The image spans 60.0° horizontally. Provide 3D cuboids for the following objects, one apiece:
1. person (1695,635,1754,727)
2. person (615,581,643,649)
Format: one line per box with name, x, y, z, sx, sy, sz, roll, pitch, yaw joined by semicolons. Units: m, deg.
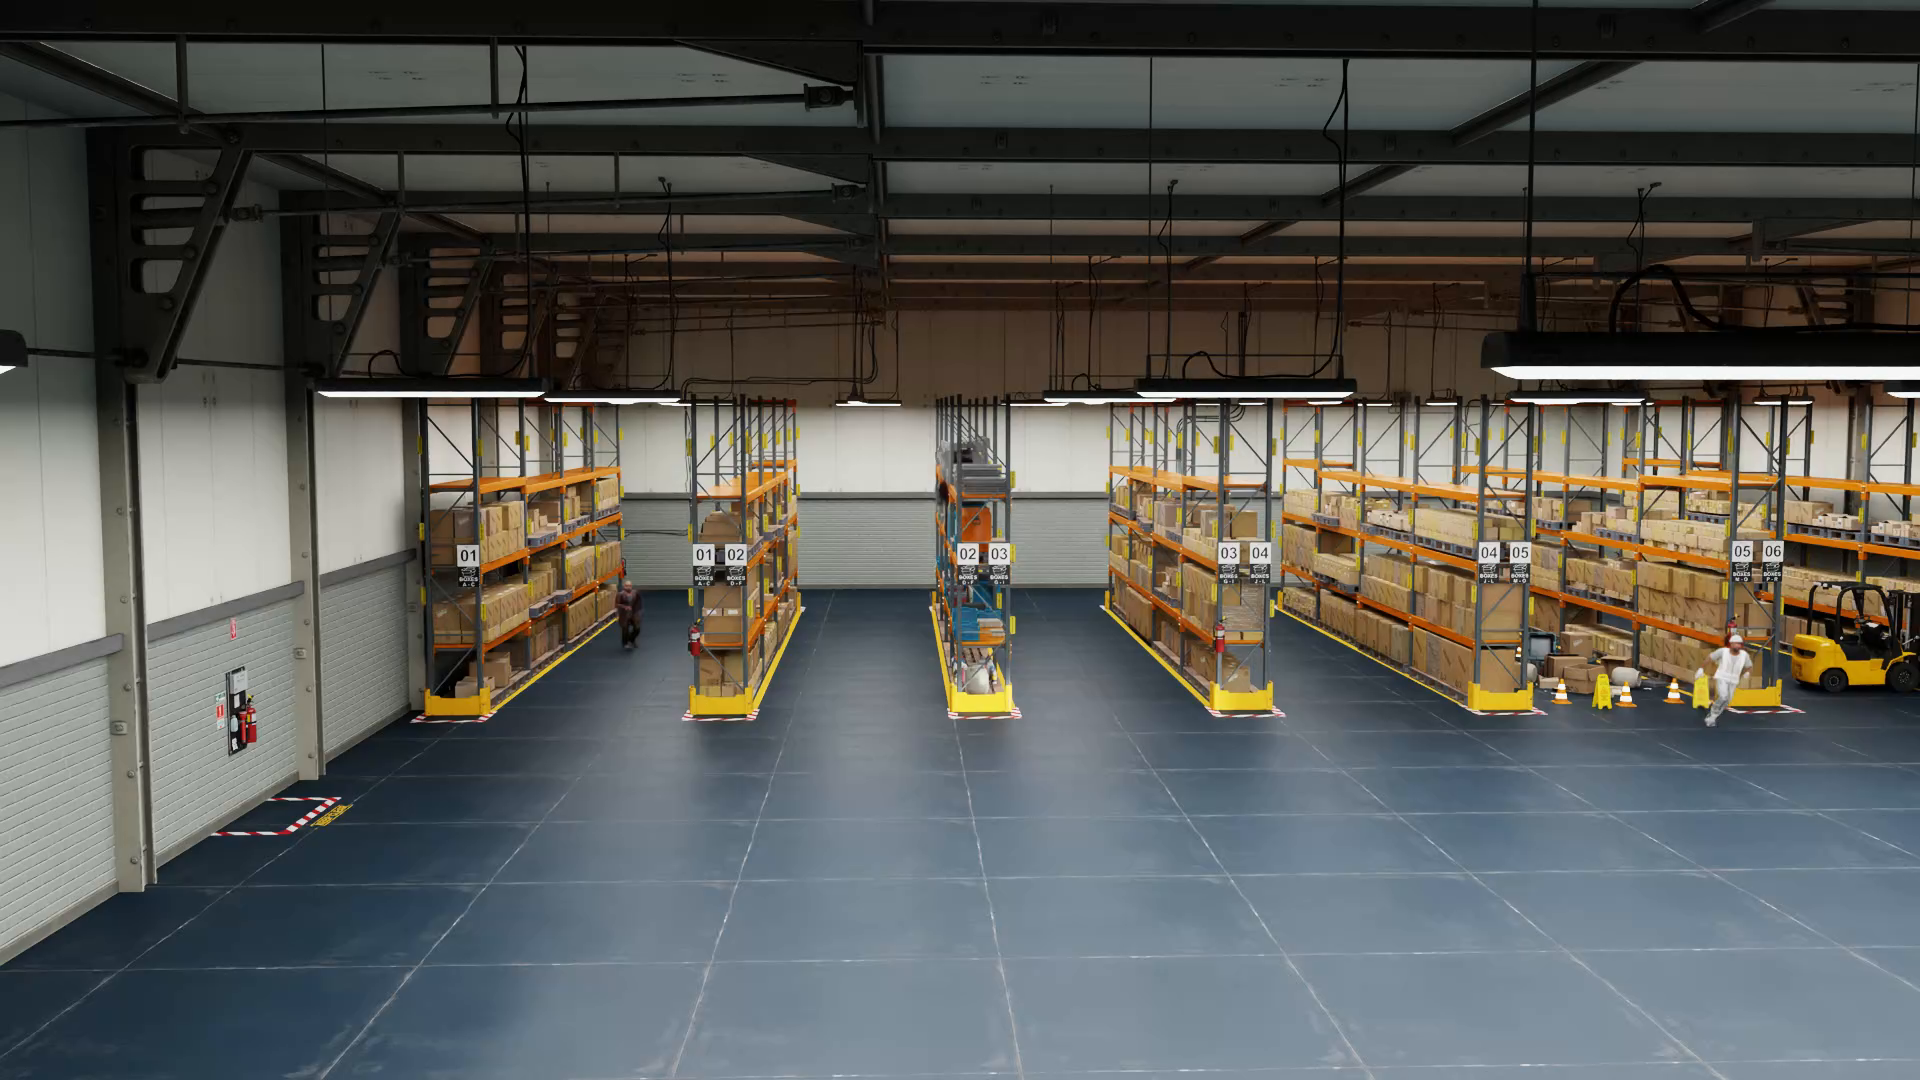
person;13.795;2.539;29.870;0.866;1.681;0.720;0;5;-4
person;-7.827;1.784;39.346;0.717;1.669;0.927;-2;5;-25
